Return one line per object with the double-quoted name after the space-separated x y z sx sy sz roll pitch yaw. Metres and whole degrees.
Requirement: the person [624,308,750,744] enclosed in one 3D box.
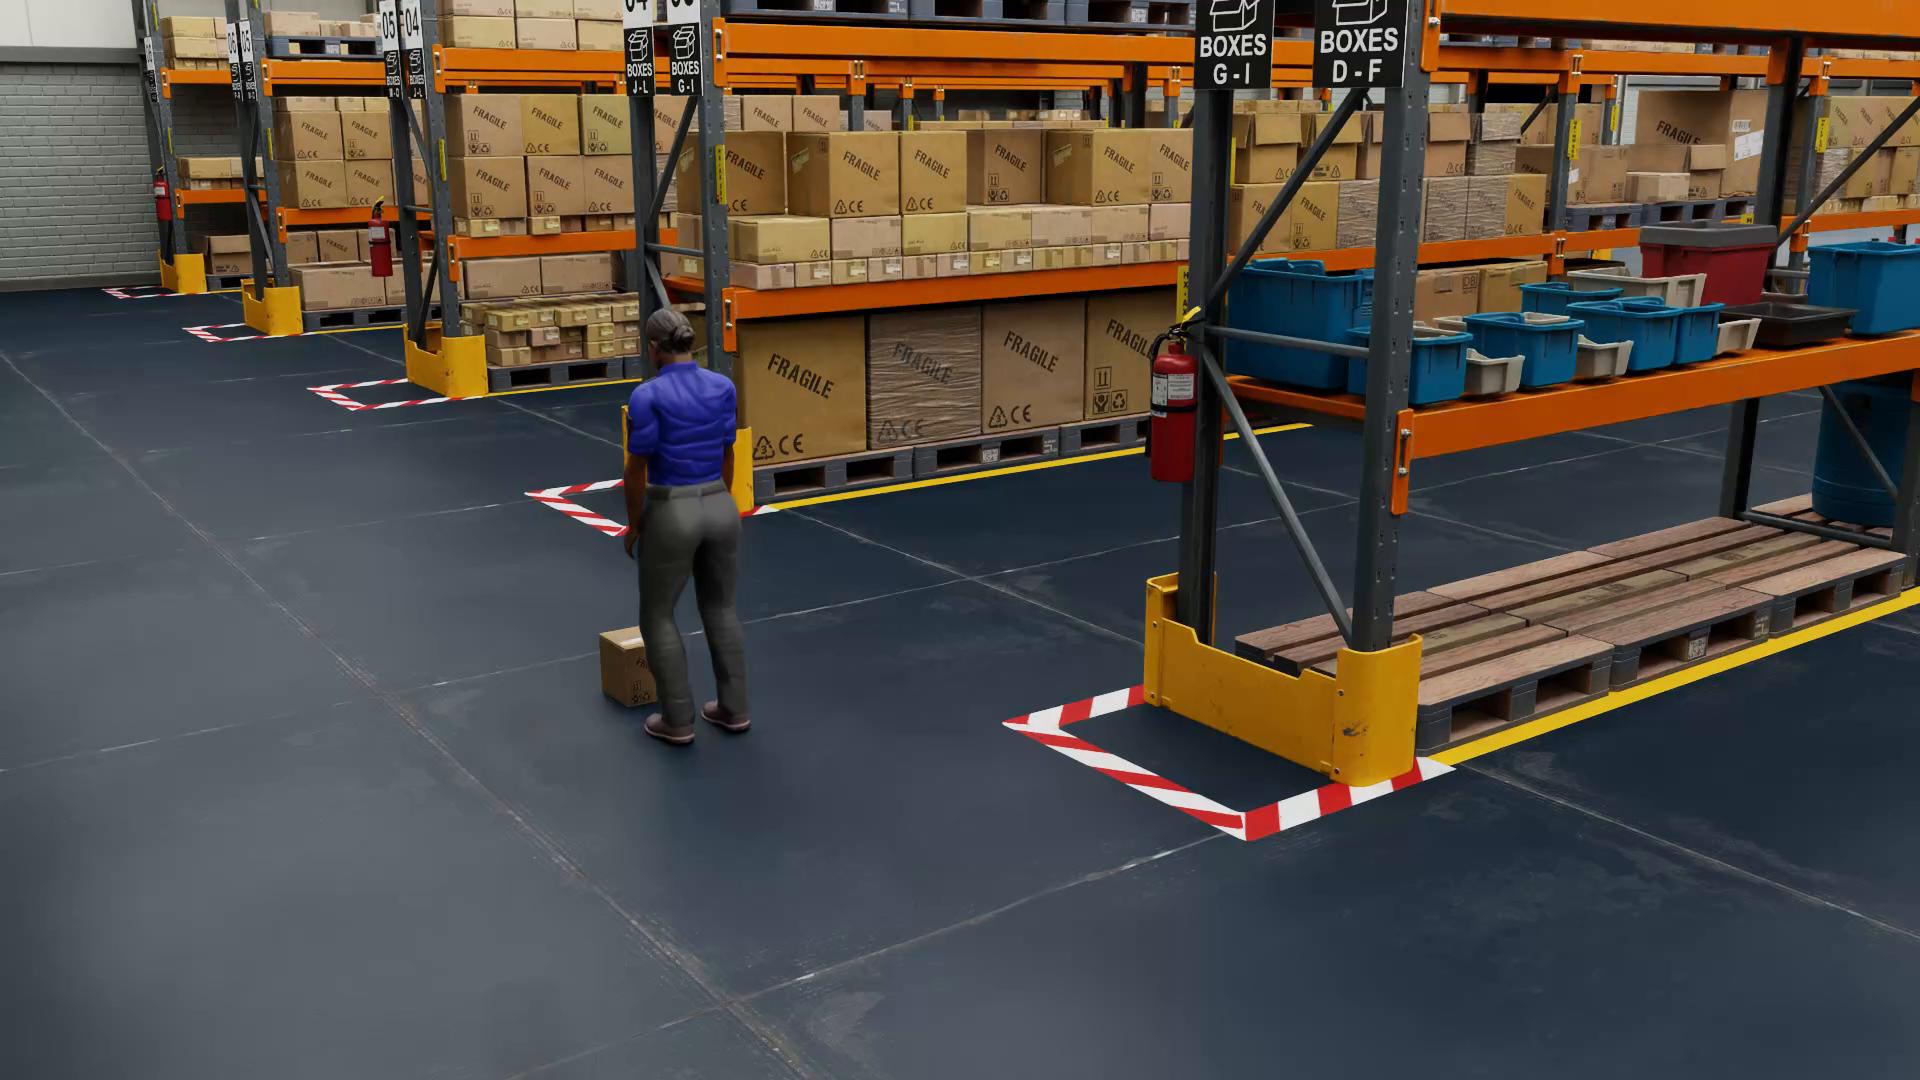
-1.040 -0.044 6.255 0.446 1.636 0.325 -10 18 -33 "person"
